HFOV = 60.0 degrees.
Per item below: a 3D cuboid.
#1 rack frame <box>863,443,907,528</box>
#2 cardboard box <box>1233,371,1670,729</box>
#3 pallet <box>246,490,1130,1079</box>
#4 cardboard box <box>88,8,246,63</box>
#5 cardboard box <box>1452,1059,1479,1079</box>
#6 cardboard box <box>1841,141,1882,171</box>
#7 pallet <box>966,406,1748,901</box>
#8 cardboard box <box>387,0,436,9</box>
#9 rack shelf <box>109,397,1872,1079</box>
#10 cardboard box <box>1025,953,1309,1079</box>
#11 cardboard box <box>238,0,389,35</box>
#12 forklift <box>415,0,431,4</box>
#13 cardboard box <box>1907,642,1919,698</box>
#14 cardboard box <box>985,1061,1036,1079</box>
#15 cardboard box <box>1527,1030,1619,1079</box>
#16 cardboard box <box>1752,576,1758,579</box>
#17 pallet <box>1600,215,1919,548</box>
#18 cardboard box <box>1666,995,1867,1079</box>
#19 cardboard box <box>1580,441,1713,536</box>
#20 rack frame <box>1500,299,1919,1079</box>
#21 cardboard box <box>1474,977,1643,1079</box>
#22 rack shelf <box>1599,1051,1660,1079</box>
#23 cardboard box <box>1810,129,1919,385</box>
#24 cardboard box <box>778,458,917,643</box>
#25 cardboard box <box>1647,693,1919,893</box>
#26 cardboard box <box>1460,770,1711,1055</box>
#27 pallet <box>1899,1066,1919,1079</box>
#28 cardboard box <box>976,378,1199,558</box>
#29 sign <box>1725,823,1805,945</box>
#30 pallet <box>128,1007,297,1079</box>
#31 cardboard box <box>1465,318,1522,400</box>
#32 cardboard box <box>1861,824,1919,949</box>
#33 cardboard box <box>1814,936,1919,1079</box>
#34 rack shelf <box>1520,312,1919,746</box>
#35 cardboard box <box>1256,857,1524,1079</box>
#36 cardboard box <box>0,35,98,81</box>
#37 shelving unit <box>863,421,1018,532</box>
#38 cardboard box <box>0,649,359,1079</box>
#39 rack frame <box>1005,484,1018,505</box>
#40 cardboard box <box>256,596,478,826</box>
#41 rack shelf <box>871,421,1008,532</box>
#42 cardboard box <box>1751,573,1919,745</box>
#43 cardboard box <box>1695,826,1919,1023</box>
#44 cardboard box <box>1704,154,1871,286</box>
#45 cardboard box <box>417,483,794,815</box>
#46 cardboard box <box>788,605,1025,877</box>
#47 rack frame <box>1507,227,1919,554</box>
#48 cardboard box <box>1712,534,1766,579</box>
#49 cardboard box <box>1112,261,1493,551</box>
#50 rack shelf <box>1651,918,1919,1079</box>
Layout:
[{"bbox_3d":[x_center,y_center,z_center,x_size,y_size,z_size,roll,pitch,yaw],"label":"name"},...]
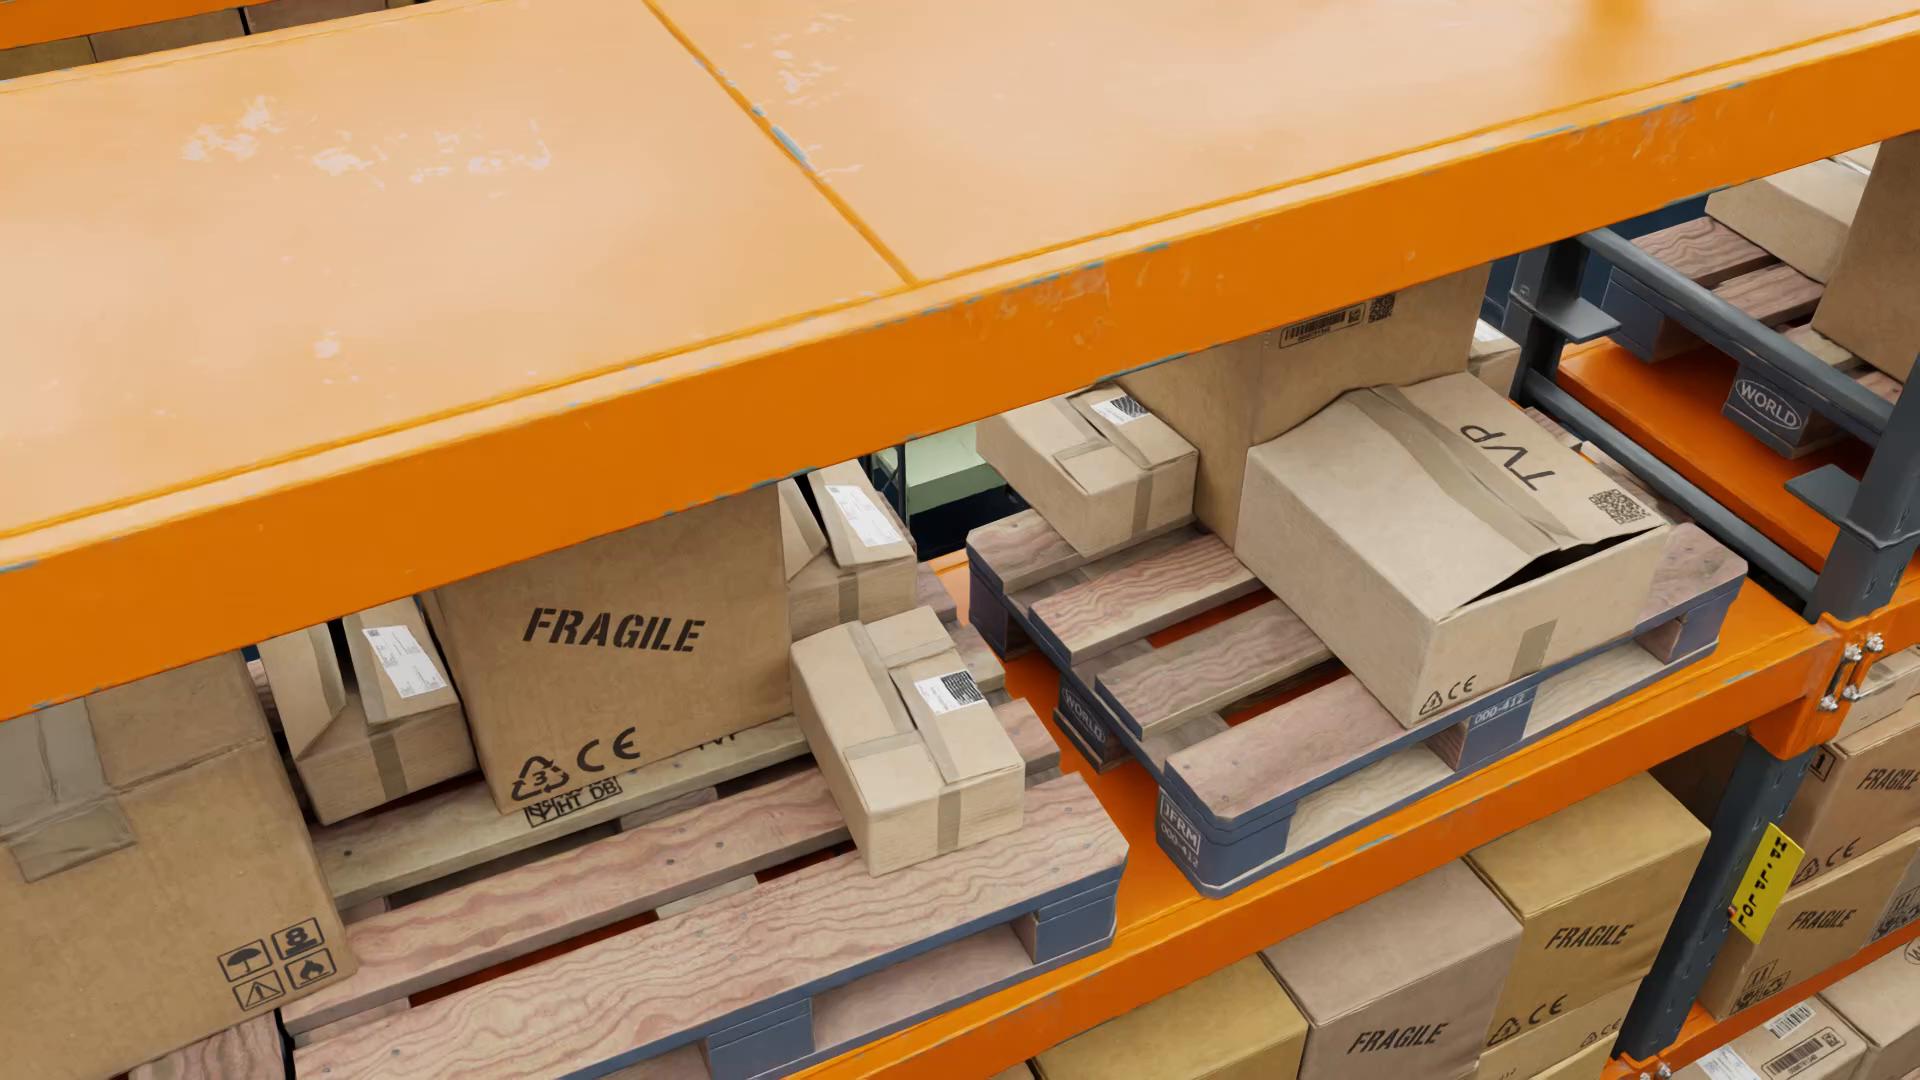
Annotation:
[{"bbox_3d":[-0.331,-0.461,7.123,0.023,1.500,0.400,-19,44,-21],"label":"rack frame"},{"bbox_3d":[0.833,-0.022,2.866,0.500,0.311,0.500,-19,44,-21],"label":"cardboard box"},{"bbox_3d":[-0.493,0.428,2.736,1.213,0.211,1.003,-17,43,-19],"label":"pallet"},{"bbox_3d":[-5.191,-3.424,10.782,0.875,0.875,1.225,-18,44,-21],"label":"cardboard box"},{"bbox_3d":[0.800,1.156,3.781,0.500,0.250,0.500,-18,43,-20],"label":"cardboard box"},{"bbox_3d":[2.171,-0.835,3.874,0.250,0.149,0.380,-18,43,-20],"label":"cardboard box"},{"bbox_3d":[0.728,0.095,3.131,1.217,0.209,0.805,-20,44,-22],"label":"pallet"},{"bbox_3d":[-3.618,-3.960,11.415,0.875,0.875,1.225,-18,44,-21],"label":"cardboard box"},{"bbox_3d":[-0.256,0.592,2.953,4.000,0.370,1.077,-19,44,-21],"label":"rack shelf"},{"bbox_3d":[0.324,1.022,3.359,0.500,0.500,0.500,-17,43,-19],"label":"cardboard box"},{"bbox_3d":[-4.410,-3.693,11.099,0.875,0.875,1.225,-20,44,-22],"label":"cardboard box"},{"bbox_3d":[-2.464,-3.209,9.261,1.130,2.935,3.031,-26,47,-28],"label":"forklift"},{"bbox_3d":[2.138,0.167,3.867,0.250,0.149,0.380,-18,43,-20],"label":"cardboard box"},{"bbox_3d":[-0.129,1.185,3.167,0.500,0.500,0.500,-18,43,-20],"label":"cardboard box"},{"bbox_3d":[1.237,1.201,4.115,0.500,0.250,0.500,-20,44,-22],"label":"cardboard box"},{"bbox_3d":[1.809,0.147,4.393,0.500,0.500,0.500,-19,44,-21],"label":"cardboard box"},{"bbox_3d":[2.249,-0.484,3.736,1.213,0.211,1.003,-19,44,-21],"label":"pallet"},{"bbox_3d":[2.125,1.557,5.236,0.875,0.438,0.875,-19,44,-21],"label":"cardboard box"},{"bbox_3d":[1.644,-0.076,4.154,0.250,0.149,0.380,-19,44,-21],"label":"cardboard box"},{"bbox_3d":[1.518,0.865,4.395,0.127,3.000,1.000,-19,44,-21],"label":"rack frame"},{"bbox_3d":[1.239,1.003,3.962,0.500,0.250,0.500,-19,44,-21],"label":"cardboard box"},{"bbox_3d":[-0.256,1.737,3.922,4.000,0.370,1.077,-19,44,-21],"label":"rack shelf"},{"bbox_3d":[2.137,-0.571,3.291,0.500,0.500,0.500,-18,43,-20],"label":"cardboard box"},{"bbox_3d":[-0.264,-0.044,2.926,0.258,0.266,0.396,-15,43,-17],"label":"cardboard box"},{"bbox_3d":[2.052,0.442,4.043,0.500,0.500,0.500,-18,44,-20],"label":"cardboard box"},{"bbox_3d":[1.238,0.723,3.712,0.500,0.500,0.500,-17,43,-19],"label":"cardboard box"},{"bbox_3d":[3.312,1.381,5.944,1.213,0.211,1.003,-19,44,-21],"label":"pallet"},{"bbox_3d":[0.234,-0.174,3.156,0.250,0.166,0.380,-22,45,-23],"label":"cardboard box"},{"bbox_3d":[1.777,0.762,3.682,0.005,0.325,0.100,-19,44,-21],"label":"sign"},{"bbox_3d":[-1.483,0.764,2.339,1.003,0.211,1.213,-17,43,-19],"label":"pallet"},{"bbox_3d":[0.913,-0.440,3.394,0.258,0.266,0.396,-19,44,-21],"label":"cardboard box"},{"bbox_3d":[2.503,0.689,4.525,0.500,0.500,0.500,-18,44,-20],"label":"cardboard box"},{"bbox_3d":[2.918,1.290,5.552,0.875,0.438,0.875,-20,44,-22],"label":"cardboard box"},{"bbox_3d":[3.292,-0.602,4.363,4.000,0.370,1.077,-19,44,-21],"label":"rack shelf"},{"bbox_3d":[0.782,0.881,3.525,0.500,0.500,0.500,-18,43,-20],"label":"cardboard box"},{"bbox_3d":[-5.986,-3.163,10.473,0.875,0.875,1.225,-21,44,-23],"label":"cardboard box"},{"bbox_3d":[-0.006,-0.570,7.252,0.755,1.500,0.431,-19,44,-21],"label":"shelving unit"},{"bbox_3d":[-1.239,0.312,2.325,0.500,0.500,0.700,-21,44,-23],"label":"cardboard box"},{"bbox_3d":[0.319,-0.680,7.381,0.023,1.500,0.400,-19,44,-21],"label":"rack frame"},{"bbox_3d":[-0.970,0.194,2.646,0.258,0.266,0.396,-20,44,-22],"label":"cardboard box"},{"bbox_3d":[-0.006,-0.322,7.463,0.720,0.370,0.431,-19,44,-21],"label":"rack shelf"},{"bbox_3d":[1.918,0.253,3.766,0.250,0.149,0.380,-19,44,-21],"label":"cardboard box"},{"bbox_3d":[2.055,0.837,4.351,0.500,0.500,0.500,-17,43,-19],"label":"cardboard box"},{"bbox_3d":[1.937,-0.801,3.743,0.258,0.266,0.396,-17,43,-19],"label":"cardboard box"},{"bbox_3d":[-0.600,0.024,2.665,0.500,0.500,0.500,-18,44,-20],"label":"cardboard box"},{"bbox_3d":[-0.090,0.300,2.597,0.250,0.166,0.380,-15,43,-17],"label":"cardboard box"},{"bbox_3d":[1.518,-1.424,2.457,0.127,3.000,1.000,-19,44,-21],"label":"rack frame"},{"bbox_3d":[1.928,-0.093,4.173,0.250,0.149,0.380,-18,43,-20],"label":"cardboard box"},{"bbox_3d":[0.602,-0.381,3.143,0.500,0.500,0.500,-19,44,-21],"label":"cardboard box"},{"bbox_3d":[3.292,0.543,5.332,4.000,0.370,1.077,-19,44,-21],"label":"rack shelf"}]
